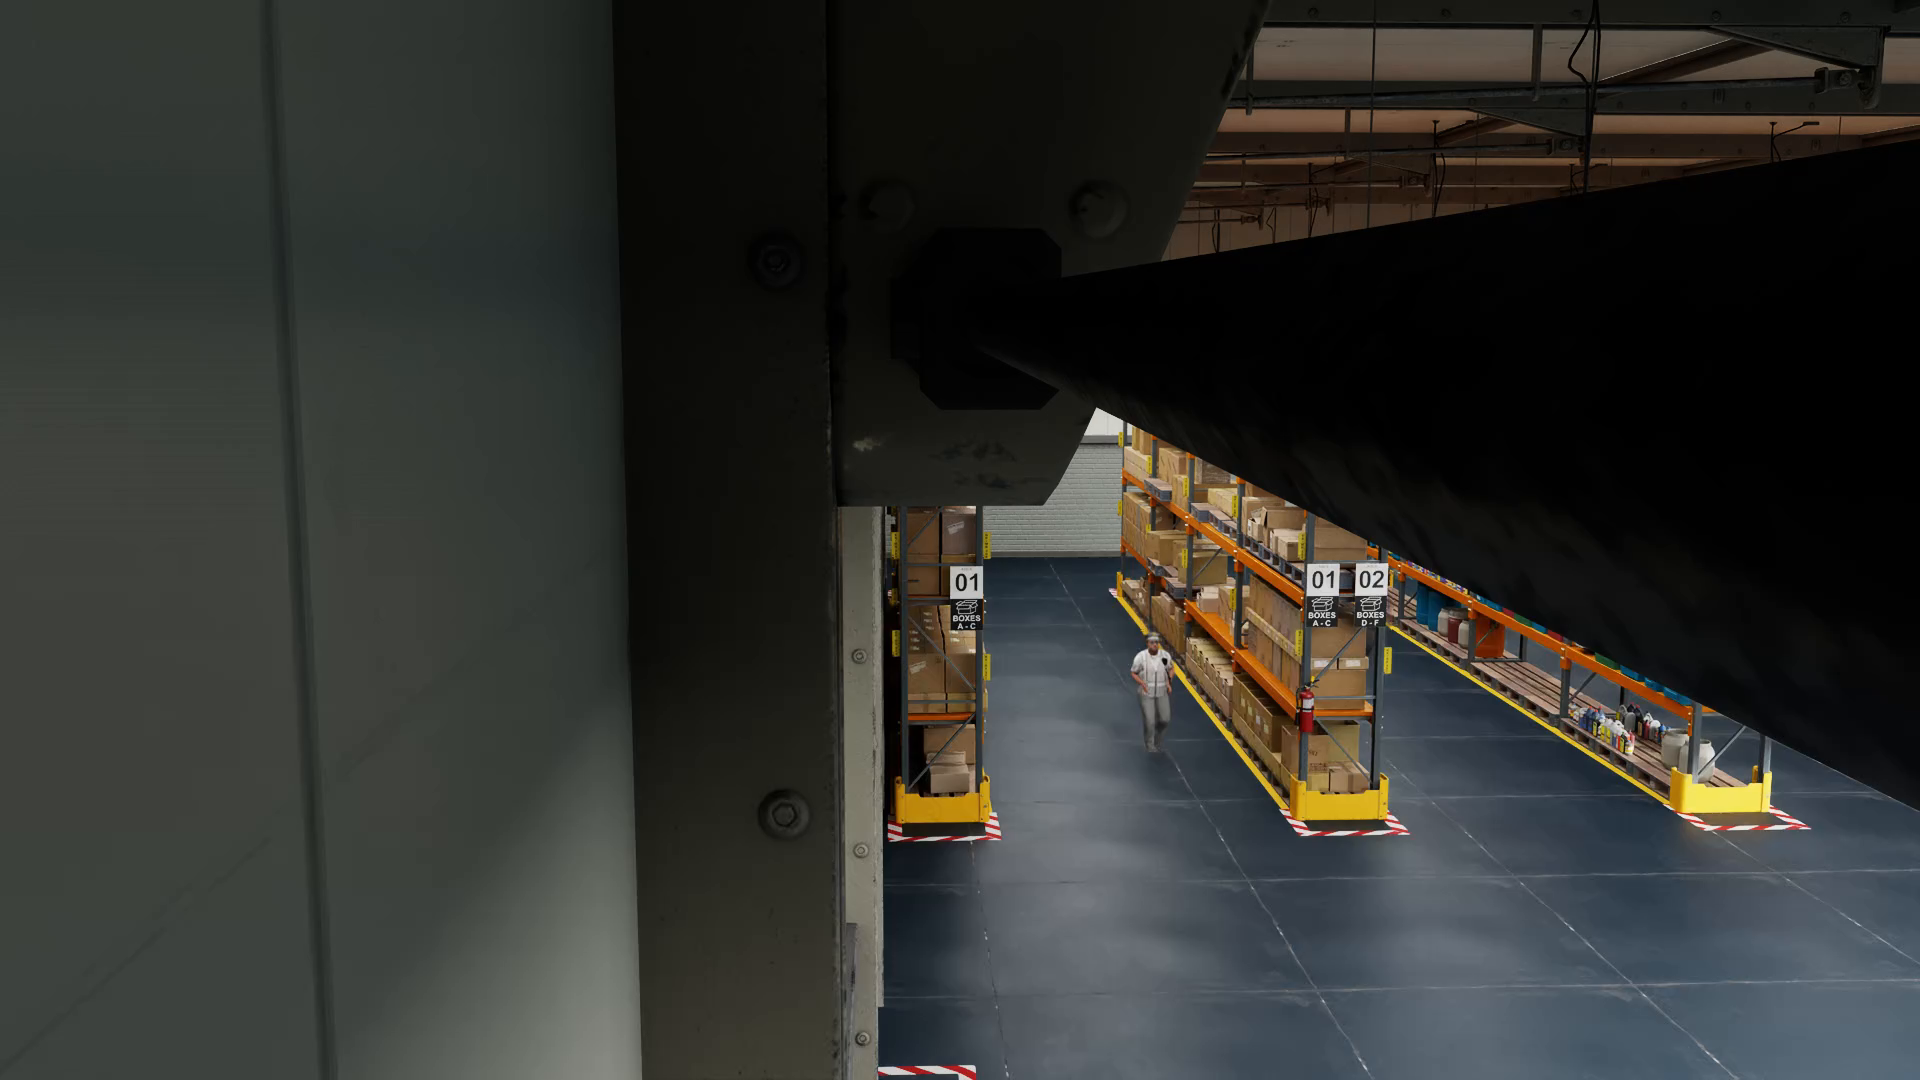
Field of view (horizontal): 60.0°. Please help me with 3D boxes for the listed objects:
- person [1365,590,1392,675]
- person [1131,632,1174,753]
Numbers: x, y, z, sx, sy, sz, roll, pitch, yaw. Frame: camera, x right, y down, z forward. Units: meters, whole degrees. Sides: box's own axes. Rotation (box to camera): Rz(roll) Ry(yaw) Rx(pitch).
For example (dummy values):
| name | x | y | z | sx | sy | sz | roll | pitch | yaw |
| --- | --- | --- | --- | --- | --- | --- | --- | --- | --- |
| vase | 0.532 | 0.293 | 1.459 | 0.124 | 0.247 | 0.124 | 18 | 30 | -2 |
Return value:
| name | x | y | z | sx | sy | sz | roll | pitch | yaw |
| --- | --- | --- | --- | --- | --- | --- | --- | --- | --- |
| person | 7.252 | 1.443 | 28.863 | 0.604 | 1.663 | 0.900 | -1 | 8 | -8 |
| person | 2.726 | 2.141 | 23.298 | 0.638 | 1.737 | 0.564 | -1 | 8 | -5 |
